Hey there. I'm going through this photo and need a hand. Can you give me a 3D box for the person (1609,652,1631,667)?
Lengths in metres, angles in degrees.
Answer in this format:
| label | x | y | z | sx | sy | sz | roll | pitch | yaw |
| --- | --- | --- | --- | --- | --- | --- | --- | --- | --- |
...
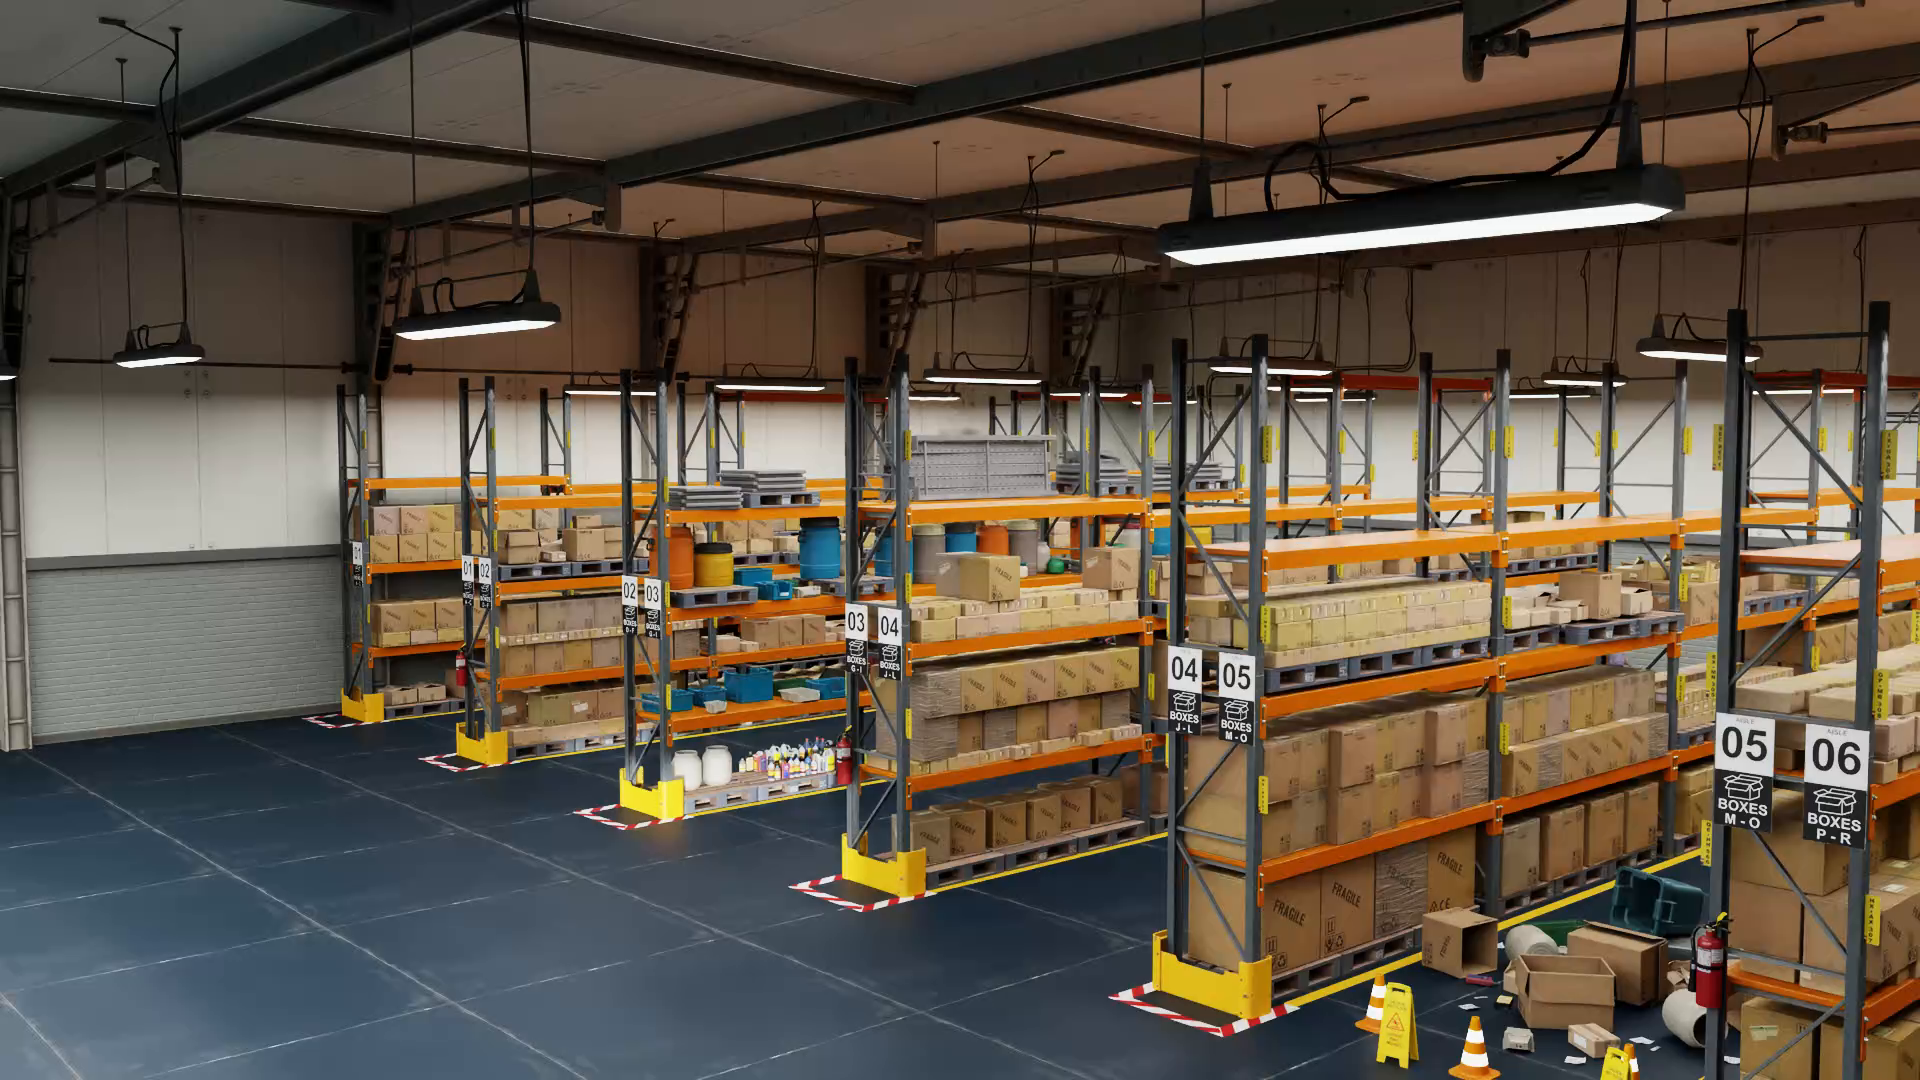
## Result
| label | x | y | z | sx | sy | sz | roll | pitch | yaw |
| --- | --- | --- | --- | --- | --- | --- | --- | --- | --- |
| person | 11.816 | 2.433 | 30.109 | 0.627 | 1.515 | 0.671 | -2 | 4 | -23 |
